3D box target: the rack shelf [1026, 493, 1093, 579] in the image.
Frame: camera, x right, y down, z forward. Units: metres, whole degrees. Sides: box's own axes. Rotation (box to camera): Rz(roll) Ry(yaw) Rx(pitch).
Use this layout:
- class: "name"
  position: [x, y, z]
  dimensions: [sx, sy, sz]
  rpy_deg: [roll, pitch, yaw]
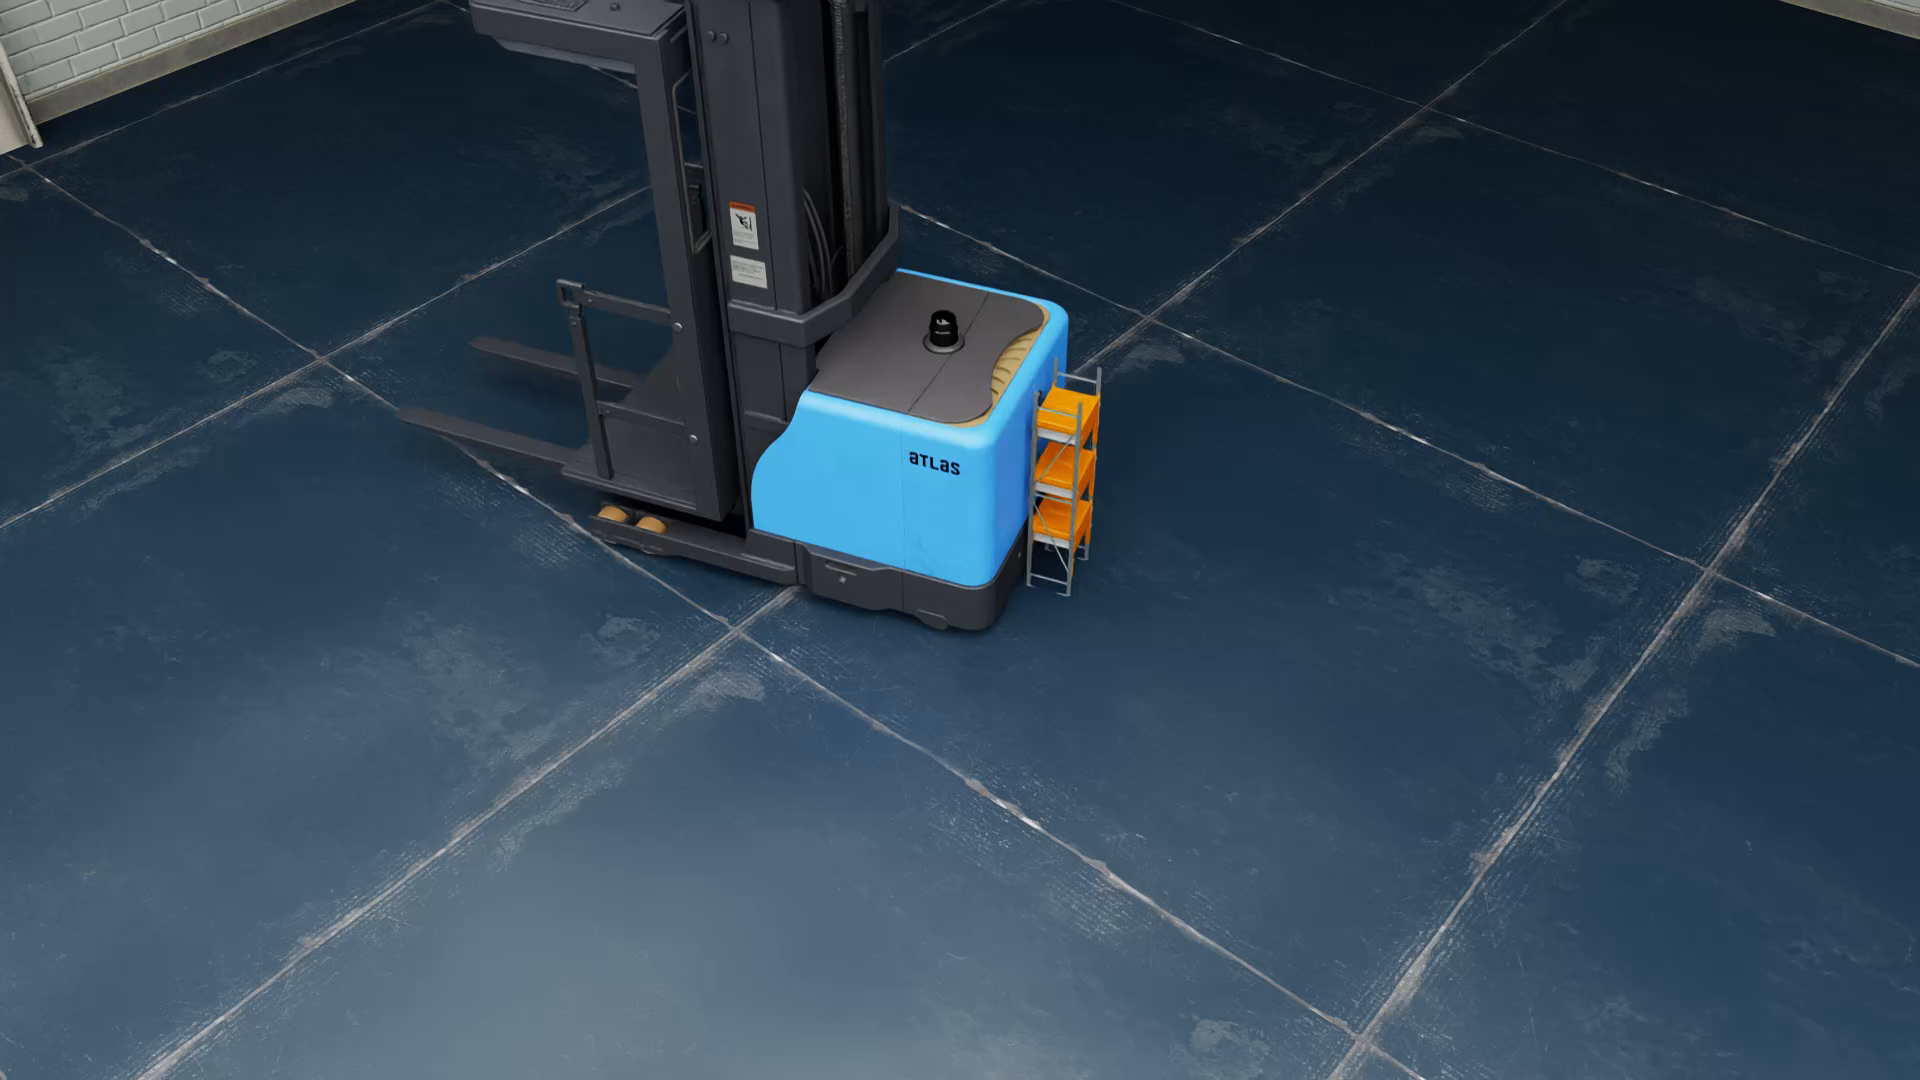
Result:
- class: "rack shelf"
  position: [0.426, -0.031, 7.114]
  dimensions: [0.215, 0.259, 0.240]
  rpy_deg: [15, 44, 16]

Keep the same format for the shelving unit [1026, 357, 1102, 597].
- class: "shelving unit"
  position: [0.427, -0.244, 6.920]
  dimensions: [0.215, 1.050, 0.252]
  rpy_deg: [15, 44, 16]

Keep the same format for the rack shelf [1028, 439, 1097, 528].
- class: "rack shelf"
  position: [0.427, -0.236, 6.927]
  dimensions: [0.215, 0.259, 0.240]
  rpy_deg: [15, 44, 16]

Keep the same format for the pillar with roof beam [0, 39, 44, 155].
- class: "pillar with roof beam"
  position: [-2.490, -3.821, 4.945]
  dimensions: [9.100, 9.000, 0.400]
  rpy_deg: [29, 50, 28]

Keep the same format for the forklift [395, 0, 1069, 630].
- class: "forklift"
  position: [-1.103, -1.335, 6.722]
  dimensions: [3.031, 2.935, 1.130]
  rpy_deg: [15, 44, 16]

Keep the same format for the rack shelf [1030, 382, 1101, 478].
- class: "rack shelf"
  position: [0.427, -0.446, 6.736]
  dimensions: [0.215, 0.259, 0.240]
  rpy_deg: [15, 44, 16]

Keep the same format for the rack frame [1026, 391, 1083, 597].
- class: "rack frame"
  position: [0.382, -0.168, 6.836]
  dimensions: [0.200, 1.050, 0.008]
  rpy_deg: [15, 44, 16]

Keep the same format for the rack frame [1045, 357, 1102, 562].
- class: "rack frame"
  position: [0.471, -0.320, 7.004]
  dimensions: [0.200, 1.050, 0.008]
  rpy_deg: [15, 44, 16]
